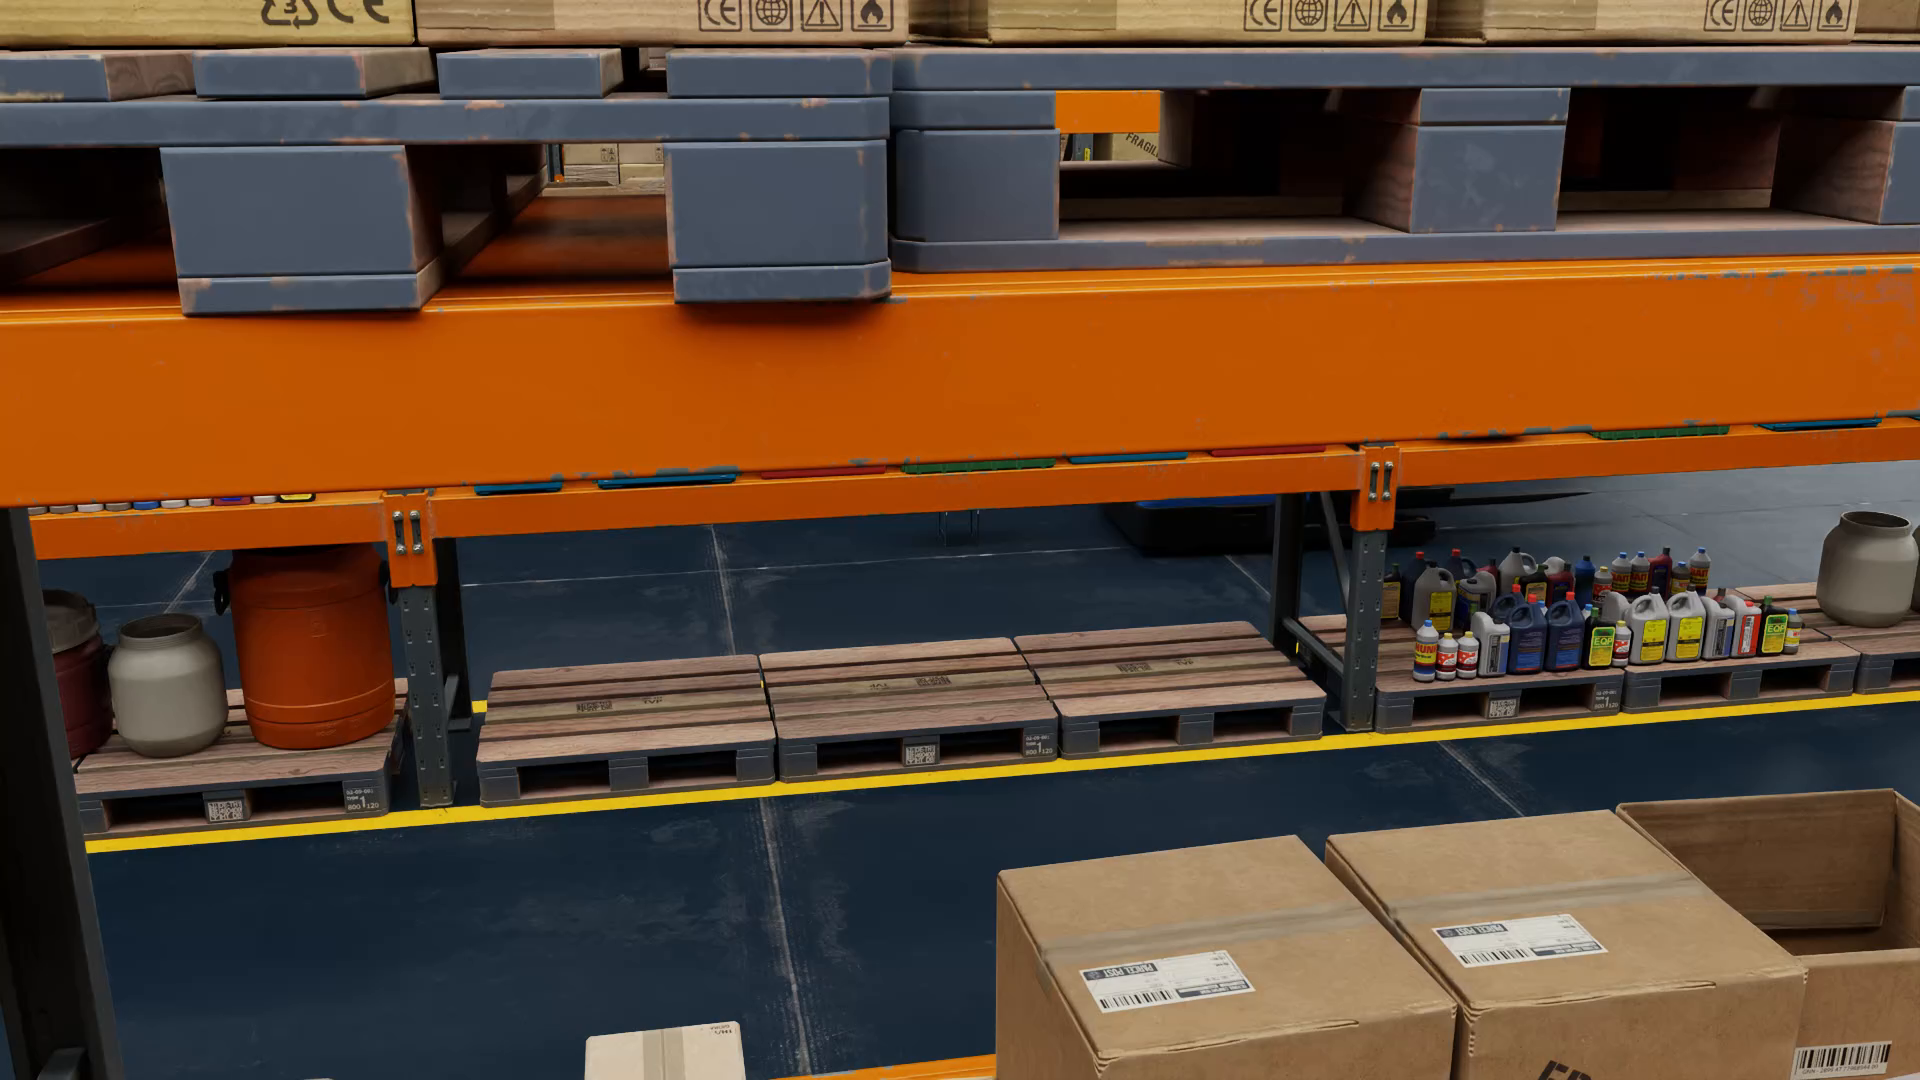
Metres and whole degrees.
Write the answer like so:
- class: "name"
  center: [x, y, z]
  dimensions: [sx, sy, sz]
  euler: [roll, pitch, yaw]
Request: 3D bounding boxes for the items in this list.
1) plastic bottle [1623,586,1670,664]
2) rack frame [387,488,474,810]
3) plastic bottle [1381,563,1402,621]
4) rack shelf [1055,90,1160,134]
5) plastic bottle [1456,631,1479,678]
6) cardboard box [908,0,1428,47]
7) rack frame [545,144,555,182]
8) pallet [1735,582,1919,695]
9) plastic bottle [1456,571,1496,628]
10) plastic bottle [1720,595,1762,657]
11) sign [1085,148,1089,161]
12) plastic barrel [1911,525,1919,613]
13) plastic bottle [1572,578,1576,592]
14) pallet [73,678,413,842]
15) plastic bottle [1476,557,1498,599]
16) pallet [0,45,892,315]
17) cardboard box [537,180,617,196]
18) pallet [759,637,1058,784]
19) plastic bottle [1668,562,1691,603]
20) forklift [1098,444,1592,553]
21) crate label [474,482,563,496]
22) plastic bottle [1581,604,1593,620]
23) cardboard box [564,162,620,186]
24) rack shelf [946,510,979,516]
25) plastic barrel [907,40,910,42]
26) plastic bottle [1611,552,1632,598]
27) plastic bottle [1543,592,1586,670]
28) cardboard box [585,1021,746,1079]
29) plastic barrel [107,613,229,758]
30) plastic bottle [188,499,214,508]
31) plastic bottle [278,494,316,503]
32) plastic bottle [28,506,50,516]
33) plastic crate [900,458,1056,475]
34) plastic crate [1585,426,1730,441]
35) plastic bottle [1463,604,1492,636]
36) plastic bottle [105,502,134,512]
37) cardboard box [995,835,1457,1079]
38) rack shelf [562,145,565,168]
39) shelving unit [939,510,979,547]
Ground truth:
- class: "plastic bottle"
  center: [3.179, 0.387, 7.706]
  dimensions: [0.185, 0.351, 0.144]
  euler: [-3, 17, -11]
- class: "rack frame"
  center: [-2.222, -0.487, 6.788]
  dimensions: [0.127, 3.000, 1.000]
  euler: [-3, 17, -10]
- class: "plastic bottle"
  center: [2.115, 0.257, 8.244]
  dimensions: [0.133, 0.283, 0.061]
  euler: [-2, 17, -8]
- class: "rack shelf"
  center: [-0.259, -1.688, 6.816]
  dimensions: [4.000, 0.370, 1.077]
  euler: [-3, 17, -10]
- class: "plastic bottle"
  center: [2.301, 0.515, 7.543]
  dimensions: [0.097, 0.201, 0.097]
  euler: [0, 17, 0]
- class: "cardboard box"
  center: [0.223, -0.726, 1.998]
  dimensions: [0.500, 0.250, 0.500]
  euler: [-4, 17, -12]
- class: "rack frame"
  center: [-4.004, -3.350, 16.110]
  dimensions: [0.127, 3.000, 1.000]
  euler: [-3, 17, -10]
- class: "pallet"
  center: [4.768, 0.462, 8.448]
  dimensions: [1.213, 0.211, 1.003]
  euler: [-3, 17, -10]
- class: "plastic bottle"
  center: [2.524, 0.294, 8.136]
  dimensions: [0.135, 0.276, 0.152]
  euler: [-3, 17, -10]
- class: "plastic bottle"
  center: [3.660, 0.394, 7.810]
  dimensions: [0.135, 0.276, 0.152]
  euler: [-3, 17, -10]
- class: "sign"
  center: [0.874, -2.531, 11.472]
  dimensions: [0.005, 0.325, 0.100]
  euler: [-3, 17, -10]
- class: "plastic barrel"
  center: [5.001, 0.115, 8.351]
  dimensions: [0.421, 0.512, 0.421]
  euler: [0, 17, 0]
- class: "plastic bottle"
  center: [3.059, 0.248, 8.413]
  dimensions: [0.097, 0.201, 0.097]
  euler: [0, 17, 0]
- class: "pallet"
  center: [-2.989, 0.902, 7.015]
  dimensions: [1.213, 0.211, 1.003]
  euler: [-3, 17, -10]
- class: "plastic bottle"
  center: [2.623, 0.228, 8.338]
  dimensions: [0.133, 0.283, 0.061]
  euler: [-2, 17, -7]
- class: "pallet"
  center: [-0.637, -0.466, 1.933]
  dimensions: [1.003, 0.211, 1.213]
  euler: [-2, 17, -8]
- class: "cardboard box"
  center: [-2.639, -2.205, 11.496]
  dimensions: [0.500, 0.500, 0.500]
  euler: [-5, 18, -17]
- class: "pallet"
  center: [-0.259, 0.747, 7.519]
  dimensions: [1.213, 0.211, 1.003]
  euler: [-3, 17, -10]
- class: "plastic bottle"
  center: [3.691, 0.212, 8.530]
  dimensions: [0.097, 0.201, 0.097]
  euler: [0, 17, 0]
- class: "forklift"
  center: [2.466, -1.512, 10.244]
  dimensions: [3.031, 2.935, 1.130]
  euler: [-3, 17, -9]
- class: "crate label"
  center: [-1.738, -0.322, 6.537]
  dimensions: [0.416, 0.233, 0.303]
  euler: [-3, 17, -10]
- class: "plastic bottle"
  center: [2.899, 0.429, 7.702]
  dimensions: [0.097, 0.271, 0.097]
  euler: [0, 17, 0]
- class: "cardboard box"
  center: [-3.512, -3.345, 15.924]
  dimensions: [0.500, 0.500, 0.500]
  euler: [-3, 17, -10]
- class: "rack shelf"
  center: [-0.008, -0.226, 10.241]
  dimensions: [0.200, 0.077, 0.258]
  euler: [-3, 17, -10]
- class: "plastic barrel"
  center: [-0.038, -2.219, 6.466]
  dimensions: [0.708, 0.901, 0.600]
  euler: [-3, 17, -10]
- class: "plastic bottle"
  center: [3.358, 0.197, 8.458]
  dimensions: [0.097, 0.271, 0.097]
  euler: [0, 17, 0]
- class: "plastic bottle"
  center: [2.761, 0.410, 7.629]
  dimensions: [0.185, 0.351, 0.144]
  euler: [-4, 18, -13]
- class: "cardboard box"
  center: [-0.456, 0.932, 2.598]
  dimensions: [0.250, 0.149, 0.380]
  euler: [-3, 17, -10]
- class: "plastic barrel"
  center: [-3.237, 0.591, 6.801]
  dimensions: [0.421, 0.512, 0.421]
  euler: [0, 17, 0]
- class: "plastic bottle"
  center: [-2.882, -0.232, 6.298]
  dimensions: [0.097, 0.201, 0.097]
  euler: [0, 17, 0]
- class: "plastic bottle"
  center: [-2.539, -0.286, 6.331]
  dimensions: [0.133, 0.283, 0.061]
  euler: [-3, 17, -10]
- class: "plastic bottle"
  center: [-3.455, -0.200, 6.192]
  dimensions: [0.097, 0.201, 0.097]
  euler: [0, 17, 0]
- class: "plastic crate"
  center: [0.049, -0.430, 6.964]
  dimensions: [0.662, 0.188, 0.450]
  euler: [-3, 17, -10]
- class: "plastic crate"
  center: [3.091, -0.603, 7.526]
  dimensions: [0.662, 0.188, 0.450]
  euler: [-3, 17, -10]
- class: "plastic bottle"
  center: [2.392, 0.431, 7.678]
  dimensions: [0.133, 0.283, 0.061]
  euler: [-3, 17, -10]
- class: "plastic bottle"
  center: [-3.169, -0.216, 6.245]
  dimensions: [0.097, 0.201, 0.097]
  euler: [0, 17, 0]
- class: "cardboard box"
  center: [0.358, 0.795, 2.443]
  dimensions: [0.500, 0.500, 0.500]
  euler: [-4, 18, -13]
- class: "rack shelf"
  center: [-7.951, -5.747, 25.139]
  dimensions: [4.000, 0.370, 1.077]
  euler: [-3, 17, -10]
- class: "shelving unit"
  center: [-0.008, -0.430, 10.178]
  dimensions: [0.210, 0.900, 0.258]
  euler: [-3, 17, -10]
